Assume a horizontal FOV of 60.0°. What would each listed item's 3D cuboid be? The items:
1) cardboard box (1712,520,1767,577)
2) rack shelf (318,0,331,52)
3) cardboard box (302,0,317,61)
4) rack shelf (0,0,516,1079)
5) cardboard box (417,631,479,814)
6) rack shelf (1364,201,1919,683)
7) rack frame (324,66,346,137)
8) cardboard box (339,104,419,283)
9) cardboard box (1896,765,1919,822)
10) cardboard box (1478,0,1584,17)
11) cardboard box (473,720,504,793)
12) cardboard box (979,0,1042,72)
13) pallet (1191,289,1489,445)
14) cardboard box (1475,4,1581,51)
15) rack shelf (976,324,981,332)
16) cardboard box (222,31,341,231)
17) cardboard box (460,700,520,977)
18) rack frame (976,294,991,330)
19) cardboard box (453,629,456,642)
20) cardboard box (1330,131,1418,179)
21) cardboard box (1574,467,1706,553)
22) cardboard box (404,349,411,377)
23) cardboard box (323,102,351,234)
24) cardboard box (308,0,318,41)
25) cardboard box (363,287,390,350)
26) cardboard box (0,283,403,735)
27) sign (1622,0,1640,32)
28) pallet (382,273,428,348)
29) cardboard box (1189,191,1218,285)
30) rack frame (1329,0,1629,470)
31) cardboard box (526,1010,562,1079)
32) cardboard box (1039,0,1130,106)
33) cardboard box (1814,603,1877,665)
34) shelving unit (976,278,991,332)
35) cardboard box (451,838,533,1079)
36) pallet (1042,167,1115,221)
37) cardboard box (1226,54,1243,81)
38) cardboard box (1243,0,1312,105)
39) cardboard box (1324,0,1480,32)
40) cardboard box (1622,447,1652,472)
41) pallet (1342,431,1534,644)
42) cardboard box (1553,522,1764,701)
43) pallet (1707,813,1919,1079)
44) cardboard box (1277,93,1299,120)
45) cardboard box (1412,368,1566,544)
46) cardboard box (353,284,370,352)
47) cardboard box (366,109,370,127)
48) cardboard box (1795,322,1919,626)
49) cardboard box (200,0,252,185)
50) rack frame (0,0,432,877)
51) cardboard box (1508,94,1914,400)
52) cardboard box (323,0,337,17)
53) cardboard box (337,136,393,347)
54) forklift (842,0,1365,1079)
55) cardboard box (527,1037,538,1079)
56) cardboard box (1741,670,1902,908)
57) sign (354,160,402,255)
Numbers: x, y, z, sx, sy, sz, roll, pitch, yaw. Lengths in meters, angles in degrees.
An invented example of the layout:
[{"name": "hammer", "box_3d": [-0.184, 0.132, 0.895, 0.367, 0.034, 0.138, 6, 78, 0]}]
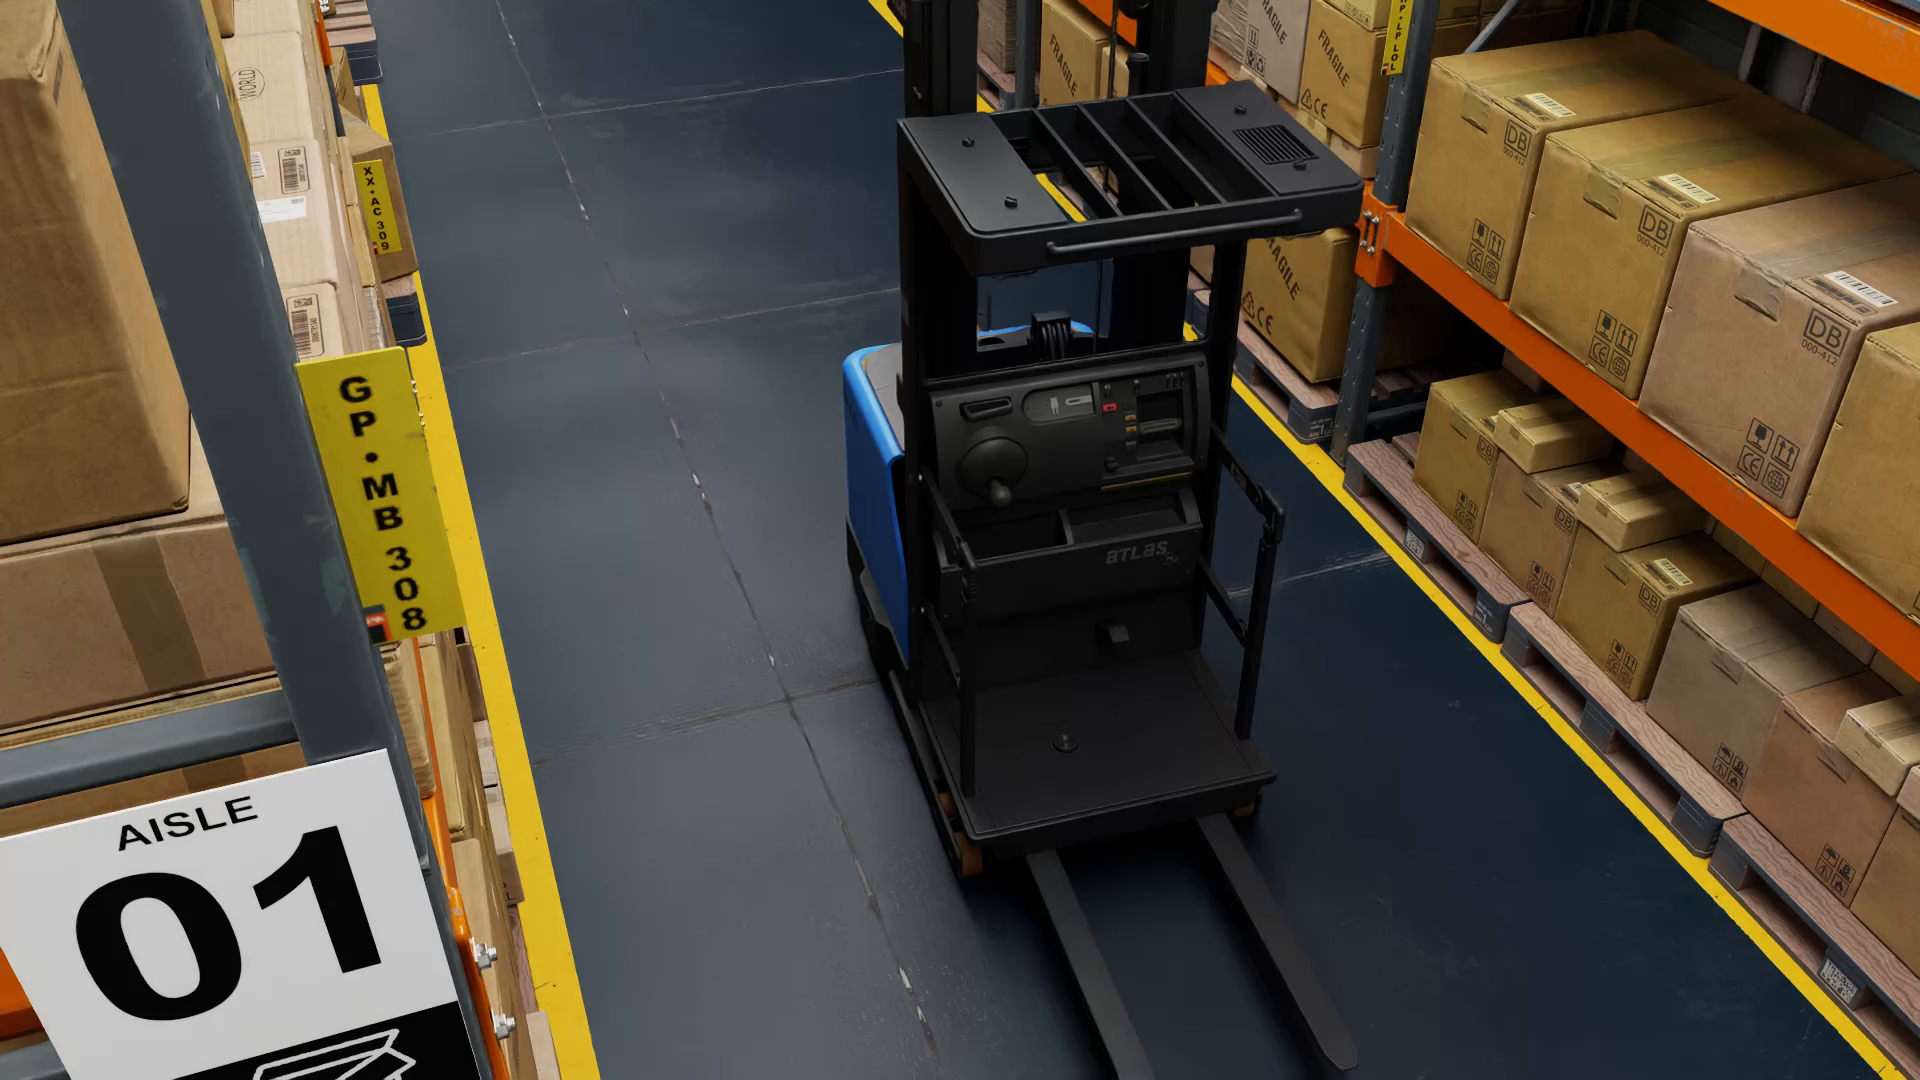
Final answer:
[{"name": "cardboard box", "box_3d": [2.963, -0.035, 5.993, 0.380, 0.149, 0.250, -13, 39, -17]}, {"name": "rack shelf", "box_3d": [-3.123, -2.675, 6.412, 1.077, 0.370, 4.000, -12, 39, -16]}, {"name": "cardboard box", "box_3d": [-1.673, -1.187, 3.549, 0.500, 0.250, 0.500, -12, 39, -16]}, {"name": "rack shelf", "box_3d": [-1.746, -0.415, 3.413, 1.077, 0.370, 4.000, -12, 39, -16]}, {"name": "cardboard box", "box_3d": [-1.318, 0.304, 3.440, 0.500, 0.500, 0.500, -12, 39, -15]}, {"name": "rack shelf", "box_3d": [2.904, -0.245, 5.679, 1.077, 0.370, 4.000, -12, 39, -16]}, {"name": "rack frame", "box_3d": [-2.434, -0.634, 5.599, 1.000, 3.000, 0.127, -12, 39, -16]}, {"name": "cardboard box", "box_3d": [-2.387, -1.156, 5.859, 0.700, 0.500, 0.500, -26, 44, -31]}, {"name": "cardboard box", "box_3d": [3.042, 0.760, 4.937, 0.380, 0.149, 0.250, -13, 39, -16]}, {"name": "cardboard box", "box_3d": [2.302, -2.442, 7.028, 0.500, 0.250, 0.500, -11, 38, -15]}, {"name": "cardboard box", "box_3d": [-1.787, 0.792, 5.710, 0.380, 0.149, 0.250, -12, 39, -16]}, {"name": "cardboard box", "box_3d": [0.542, -3.495, 11.108, 0.700, 0.500, 0.500, -12, 39, -15]}, {"name": "pallet", "box_3d": [1.879, -0.968, 8.360, 1.003, 0.211, 1.213, -12, 39, -16]}, {"name": "cardboard box", "box_3d": [2.294, -2.140, 7.252, 0.500, 0.500, 0.500, -14, 39, -17]}, {"name": "rack shelf", "box_3d": [-0.018, -0.774, 6.756, 0.258, 0.103, 0.180, -10, 38, -13]}, {"name": "cardboard box", "box_3d": [-1.334, -0.621, 2.798, 0.500, 0.250, 0.500, -12, 39, -16]}, {"name": "cardboard box", "box_3d": [-1.316, 0.706, 3.736, 0.500, 0.500, 0.500, -13, 39, -16]}, {"name": "rack frame", "box_3d": [0.008, -0.469, 6.876, 0.240, 1.200, 0.006, -10, 38, -13]}, {"name": "cardboard box", "box_3d": [-1.664, 0.136, 4.493, 0.500, 0.500, 0.500, -12, 39, -15]}, {"name": "cardboard box", "box_3d": [1.833, -1.702, 7.208, 0.380, 0.149, 0.250, -12, 39, -16]}, {"name": "cardboard box", "box_3d": [2.503, -0.120, 6.106, 0.380, 0.149, 0.250, -14, 39, -17]}, {"name": "cardboard box", "box_3d": [-2.904, -1.004, 7.801, 0.500, 0.500, 0.500, -14, 39, -18]}, {"name": "cardboard box", "box_3d": [-1.508, -0.704, 3.323, 0.500, 0.250, 0.500, -12, 39, -16]}, {"name": "cardboard box", "box_3d": [-1.855, -1.268, 4.072, 0.500, 0.250, 0.500, -12, 39, -16]}, {"name": "cardboard box", "box_3d": [-1.665, -0.268, 4.198, 0.500, 0.500, 0.500, -12, 39, -16]}, {"name": "cardboard box", "box_3d": [-0.990, -0.056, 2.048, 0.500, 0.250, 0.500, -12, 39, -16]}, {"name": "sign", "box_3d": [2.736, -2.155, 6.832, 0.100, 0.325, 0.005, -12, 39, -16]}, {"name": "pallet", "box_3d": [-2.607, -1.031, 6.286, 1.003, 0.211, 1.213, -12, 39, -16]}, {"name": "cardboard box", "box_3d": [1.561, -1.813, 8.601, 0.750, 0.750, 0.750, -11, 38, -15]}, {"name": "rack frame", "box_3d": [2.215, -1.662, 6.963, 1.000, 3.000, 0.127, -12, 39, -16]}, {"name": "cardboard box", "box_3d": [-1.323, 1.617, 4.529, 0.500, 0.250, 0.500, -12, 39, -16]}, {"name": "cardboard box", "box_3d": [0.969, -2.788, 9.896, 0.750, 0.750, 0.750, -13, 39, -17]}, {"name": "cardboard box", "box_3d": [3.139, 0.253, 5.610, 0.380, 0.149, 0.250, -12, 39, -15]}, {"name": "shelving unit", "box_3d": [-0.018, -0.522, 6.946, 0.258, 1.200, 0.189, -10, 38, -13]}, {"name": "cardboard box", "box_3d": [-0.963, 0.881, 2.673, 0.500, 0.500, 0.500, -11, 38, -15]}, {"name": "pallet", "box_3d": [1.039, -2.347, 10.190, 1.003, 0.211, 1.213, -12, 39, -16]}, {"name": "cardboard box", "box_3d": [1.510, -2.284, 7.981, 0.380, 0.149, 0.250, -12, 39, -16]}, {"name": "cardboard box", "box_3d": [1.635, -2.323, 7.494, 0.500, 0.500, 0.500, -12, 39, -16]}, {"name": "cardboard box", "box_3d": [1.815, -2.339, 6.892, 0.500, 0.250, 0.500, -12, 38, -15]}, {"name": "cardboard box", "box_3d": [2.788, -0.323, 6.376, 0.380, 0.149, 0.250, -14, 39, -17]}, {"name": "pallet", "box_3d": [2.404, -0.102, 7.210, 1.003, 0.211, 1.213, -12, 39, -16]}, {"name": "cardboard box", "box_3d": [2.721, 0.188, 6.236, 0.700, 0.500, 0.500, -12, 39, -15]}, {"name": "pallet", "box_3d": [3.243, 1.276, 5.380, 1.003, 0.211, 1.213, -12, 39, -16]}, {"name": "cardboard box", "box_3d": [1.677, -1.995, 7.598, 0.380, 0.149, 0.250, -11, 38, -15]}, {"name": "cardboard box", "box_3d": [2.376, -0.387, 7.000, 0.700, 0.500, 0.500, -12, 39, -15]}, {"name": "cardboard box", "box_3d": [-1.156, -0.141, 2.575, 0.500, 0.250, 0.500, -12, 39, -16]}, {"name": "cardboard box", "box_3d": [-3.889, -2.603, 10.150, 0.500, 0.250, 0.500, -13, 39, -17]}, {"name": "cardboard box", "box_3d": [3.146, -0.217, 4.795, 0.980, 0.700, 0.700, -13, 39, -16]}, {"name": "cardboard box", "box_3d": [-1.343, -0.599, 2.144, 0.700, 0.500, 0.500, -12, 39, -16]}, {"name": "rack frame", "box_3d": [-1.058, -0.771, 0.794, 1.000, 3.000, 0.127, -12, 39, -16]}, {"name": "cardboard box", "box_3d": [2.633, -1.058, 5.912, 0.980, 0.700, 0.700, -13, 39, -17]}, {"name": "cardboard box", "box_3d": [-3.488, -2.769, 8.001, 0.700, 0.500, 0.500, -26, 44, -31]}, {"name": "cardboard box", "box_3d": [-2.017, -0.841, 4.960, 0.500, 0.500, 0.500, -12, 39, -16]}, {"name": "forklift", "box_3d": [0.426, -0.279, 5.185, 1.130, 2.935, 3.031, -10, 38, -13]}, {"name": "cardboard box", "box_3d": [-0.963, 1.280, 2.974, 0.500, 0.500, 0.500, -12, 39, -15]}, {"name": "cardboard box", "box_3d": [3.085, 0.771, 5.461, 0.700, 0.500, 0.500, -13, 39, -16]}, {"name": "sign", "box_3d": [-1.928, -1.096, 5.493, 0.100, 0.325, 0.005, -12, 39, -16]}]
